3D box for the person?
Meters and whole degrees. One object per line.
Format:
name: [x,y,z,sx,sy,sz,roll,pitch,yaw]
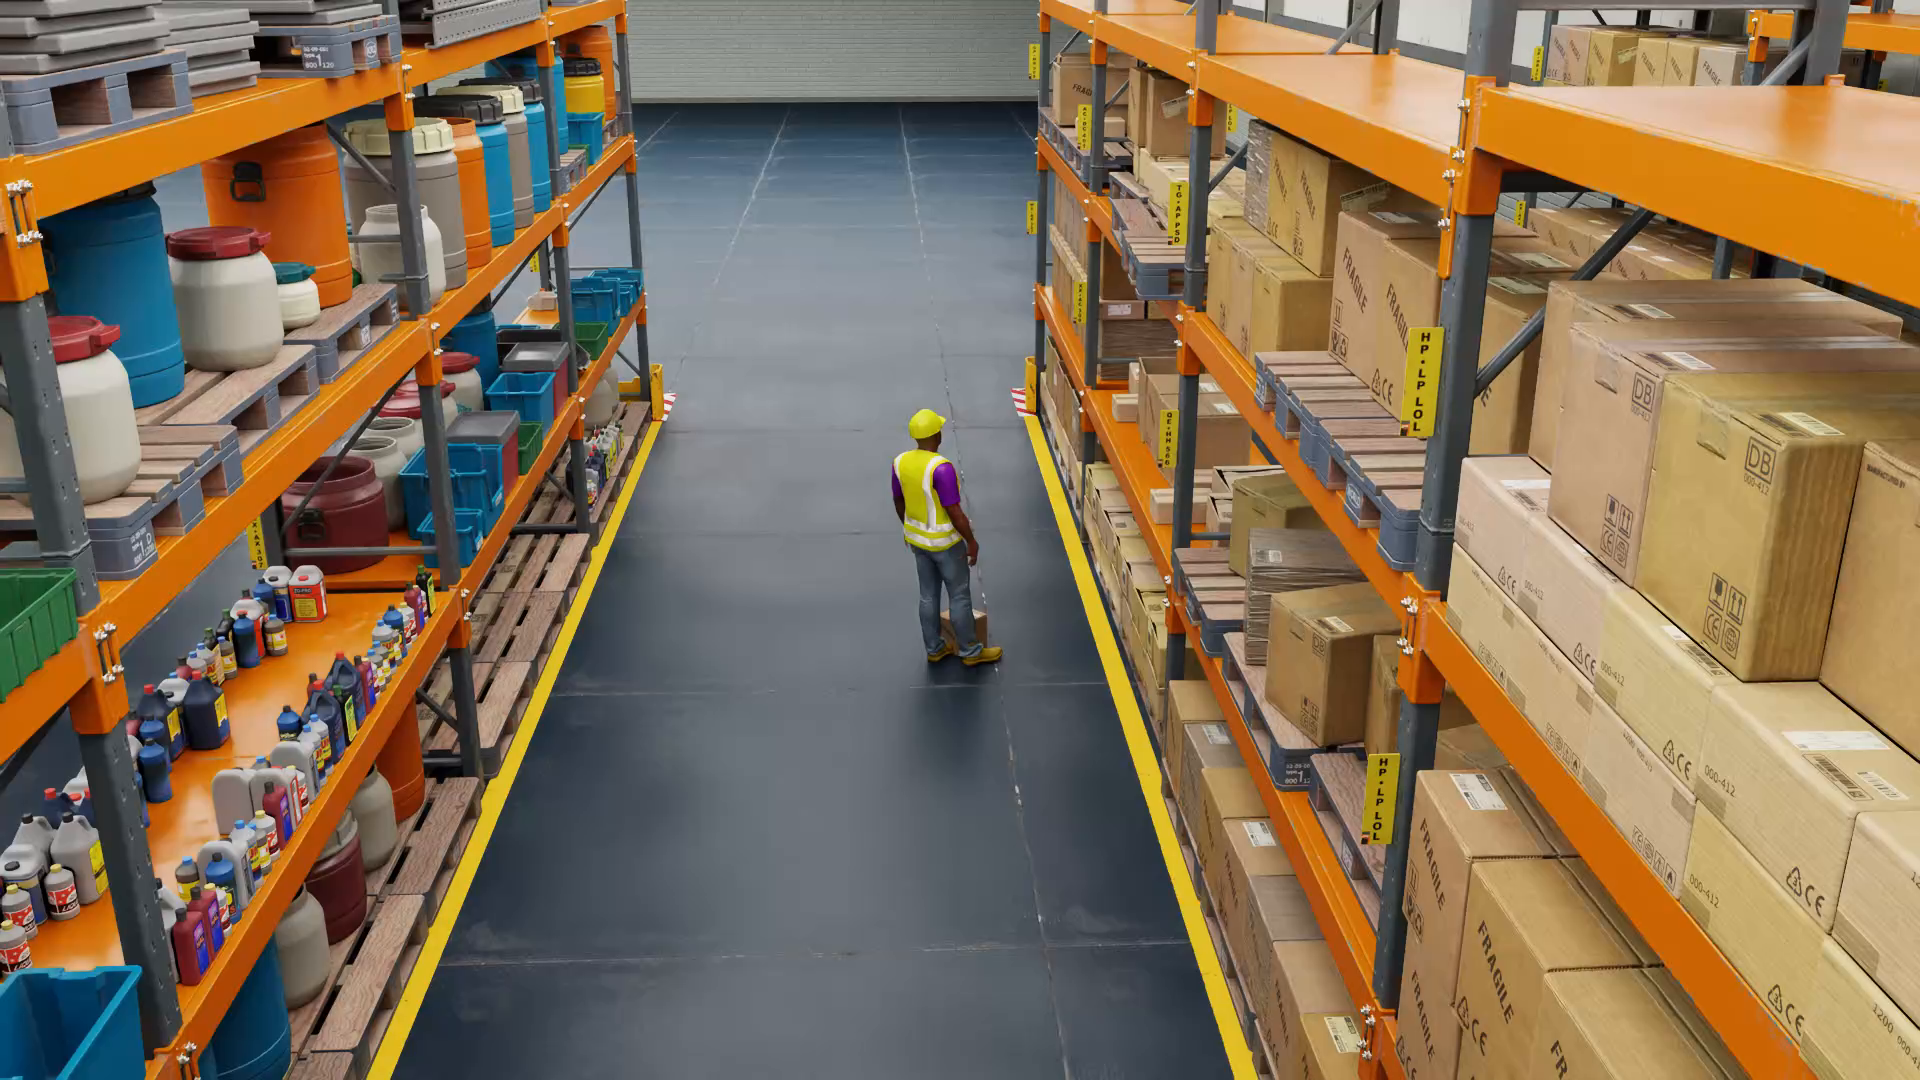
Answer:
person: [-0.106,-0.031,11.099,0.665,1.766,0.576,19,27,41]
